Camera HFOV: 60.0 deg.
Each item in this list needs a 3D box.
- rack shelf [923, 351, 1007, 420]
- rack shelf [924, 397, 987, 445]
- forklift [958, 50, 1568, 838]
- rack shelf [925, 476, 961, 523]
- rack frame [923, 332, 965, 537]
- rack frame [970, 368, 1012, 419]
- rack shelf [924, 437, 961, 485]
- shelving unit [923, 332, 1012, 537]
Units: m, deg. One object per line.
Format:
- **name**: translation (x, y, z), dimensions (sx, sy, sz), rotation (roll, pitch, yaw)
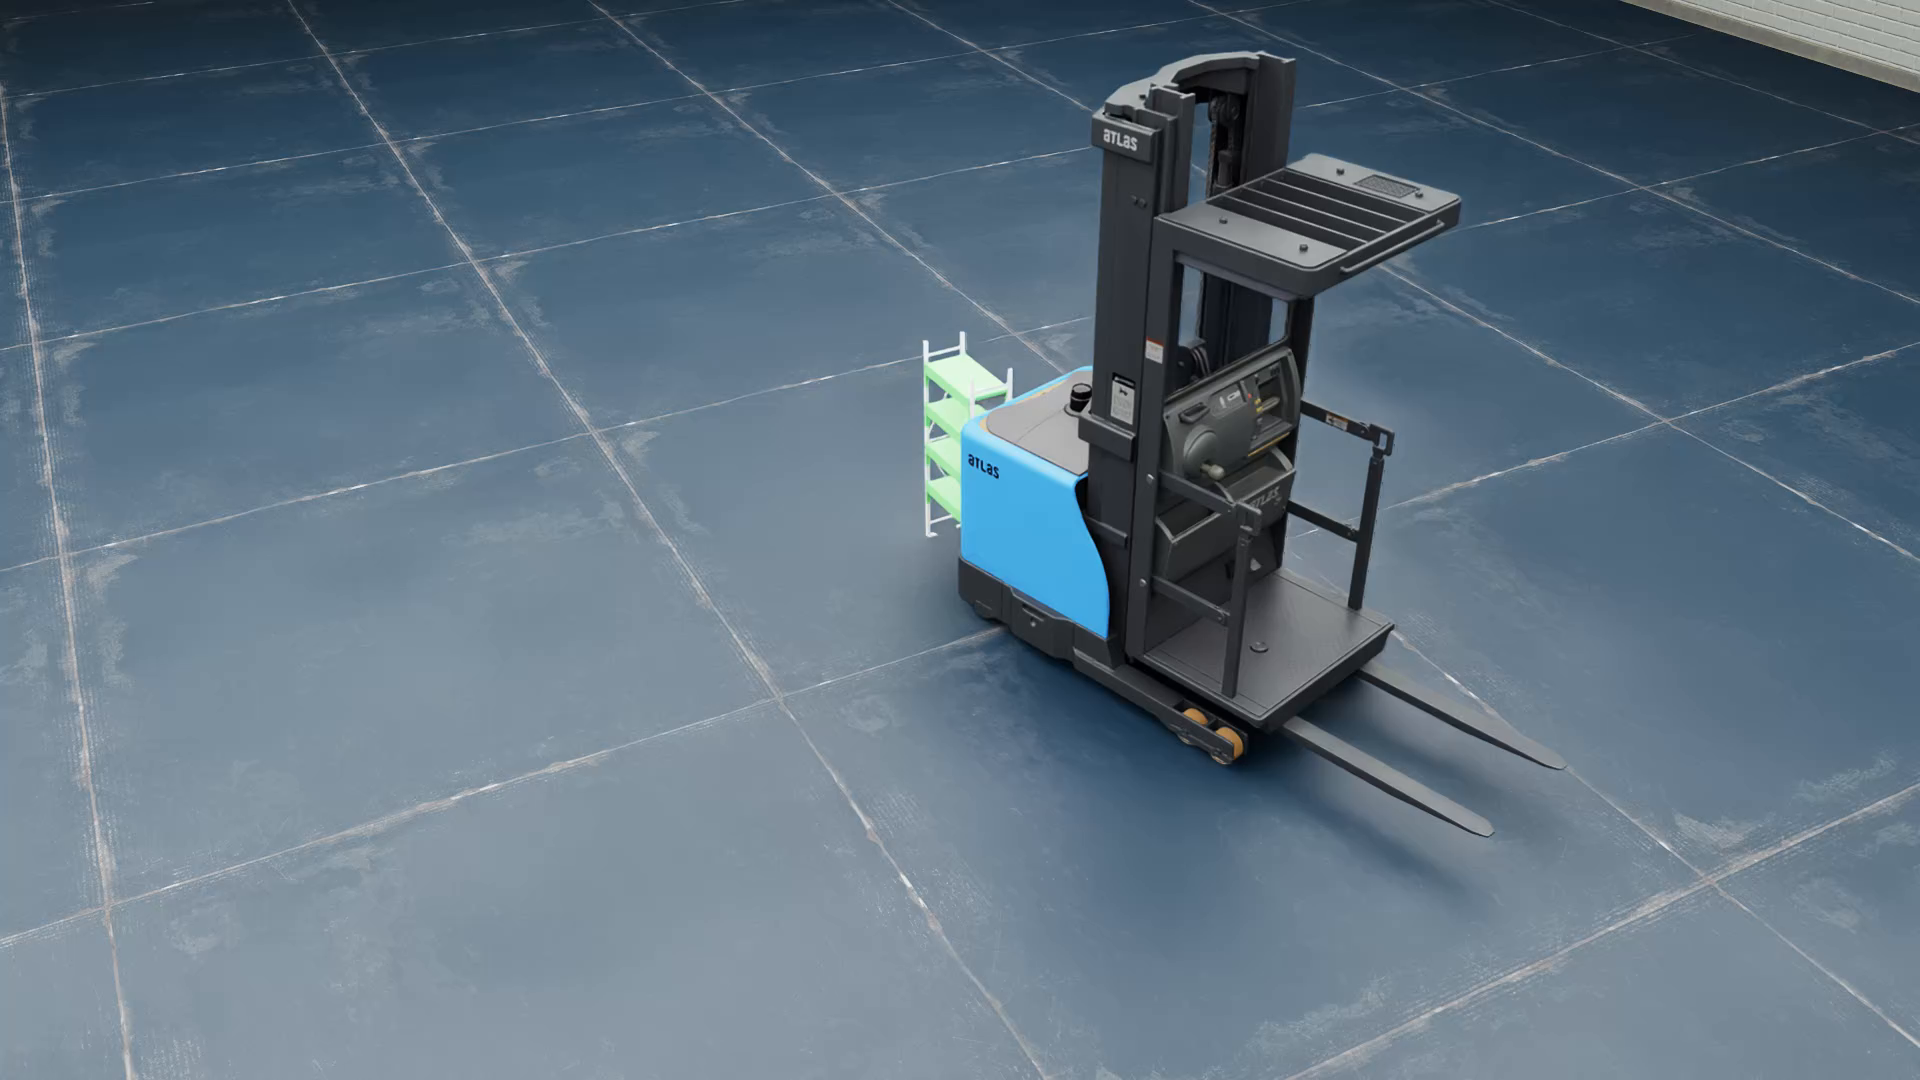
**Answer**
- **rack shelf**: translation (0.037, -0.794, 8.624), dimensions (0.258, 0.148, 0.480), rotation (-17, 36, -24)
- **rack shelf**: translation (0.037, -0.591, 8.753), dimensions (0.258, 0.148, 0.480), rotation (-17, 36, -24)
- **forklift**: translation (1.379, -0.518, 7.360), dimensions (1.130, 2.935, 3.031), rotation (-28, 42, -36)
- **rack shelf**: translation (0.037, -0.187, 9.012), dimensions (0.258, 0.148, 0.480), rotation (-17, 36, -24)
- **rack frame**: translation (-0.083, -0.558, 9.027), dimensions (0.240, 1.200, 0.015), rotation (-17, 36, -24)
- **rack frame**: translation (0.157, -0.329, 8.669), dimensions (0.240, 1.200, 0.015), rotation (-17, 36, -24)
- **rack shelf**: translation (0.037, -0.389, 8.883), dimensions (0.258, 0.148, 0.480), rotation (-17, 36, -24)
- **shelving unit**: translation (0.037, -0.443, 8.848), dimensions (0.258, 1.200, 0.503), rotation (-17, 36, -24)
